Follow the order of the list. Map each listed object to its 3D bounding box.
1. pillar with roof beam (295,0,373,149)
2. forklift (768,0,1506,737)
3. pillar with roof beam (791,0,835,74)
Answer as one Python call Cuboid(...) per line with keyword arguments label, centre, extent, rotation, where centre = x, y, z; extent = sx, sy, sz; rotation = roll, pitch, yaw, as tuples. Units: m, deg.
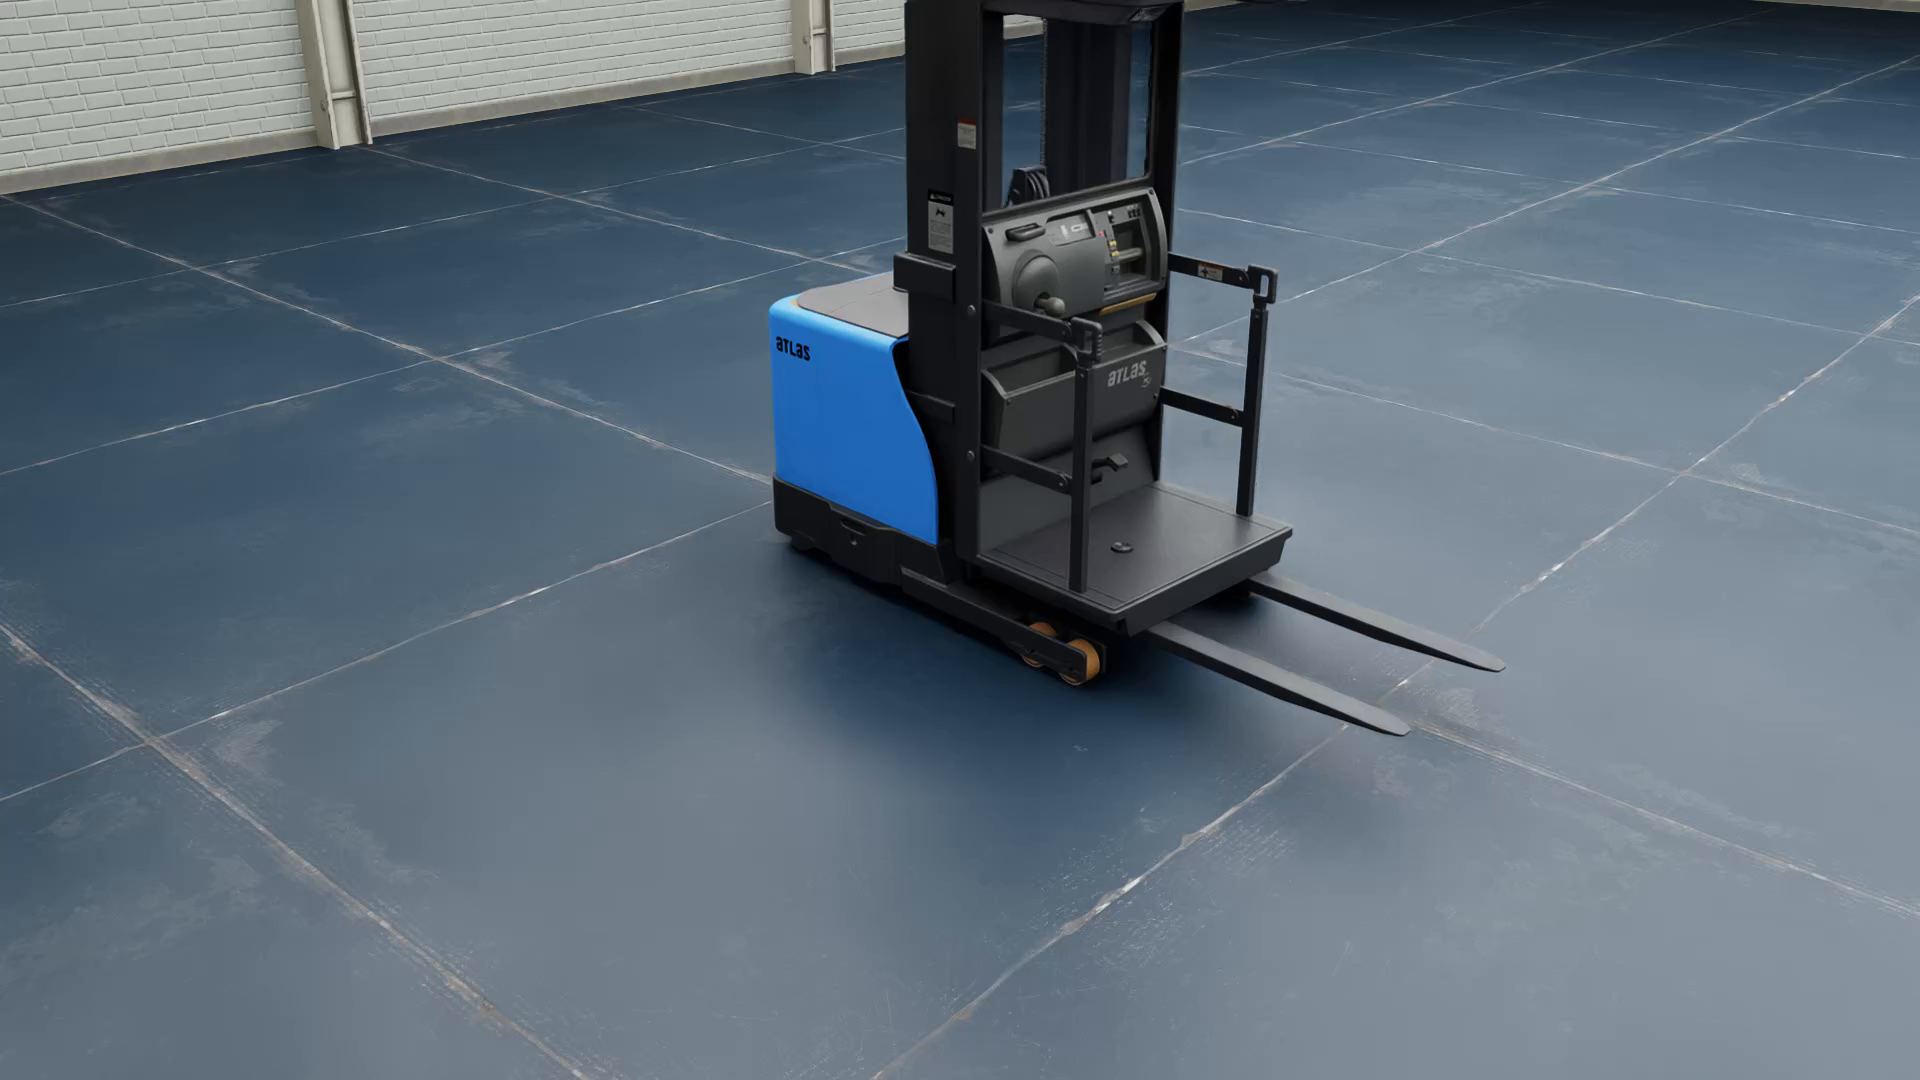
Cuboid(label="pillar with roof beam", centre=(-2.507, -6.609, 10.991), extent=(9.100, 9.000, 0.400), rotation=(20, 31, 38))
Cuboid(label="forklift", centre=(0.589, -1.046, 6.000), extent=(1.130, 2.935, 3.031), rotation=(-22, 32, -40))
Cuboid(label="pillar with roof beam", centre=(1.497, -8.437, 15.068), extent=(9.100, 9.000, 0.400), rotation=(20, 31, 38))
